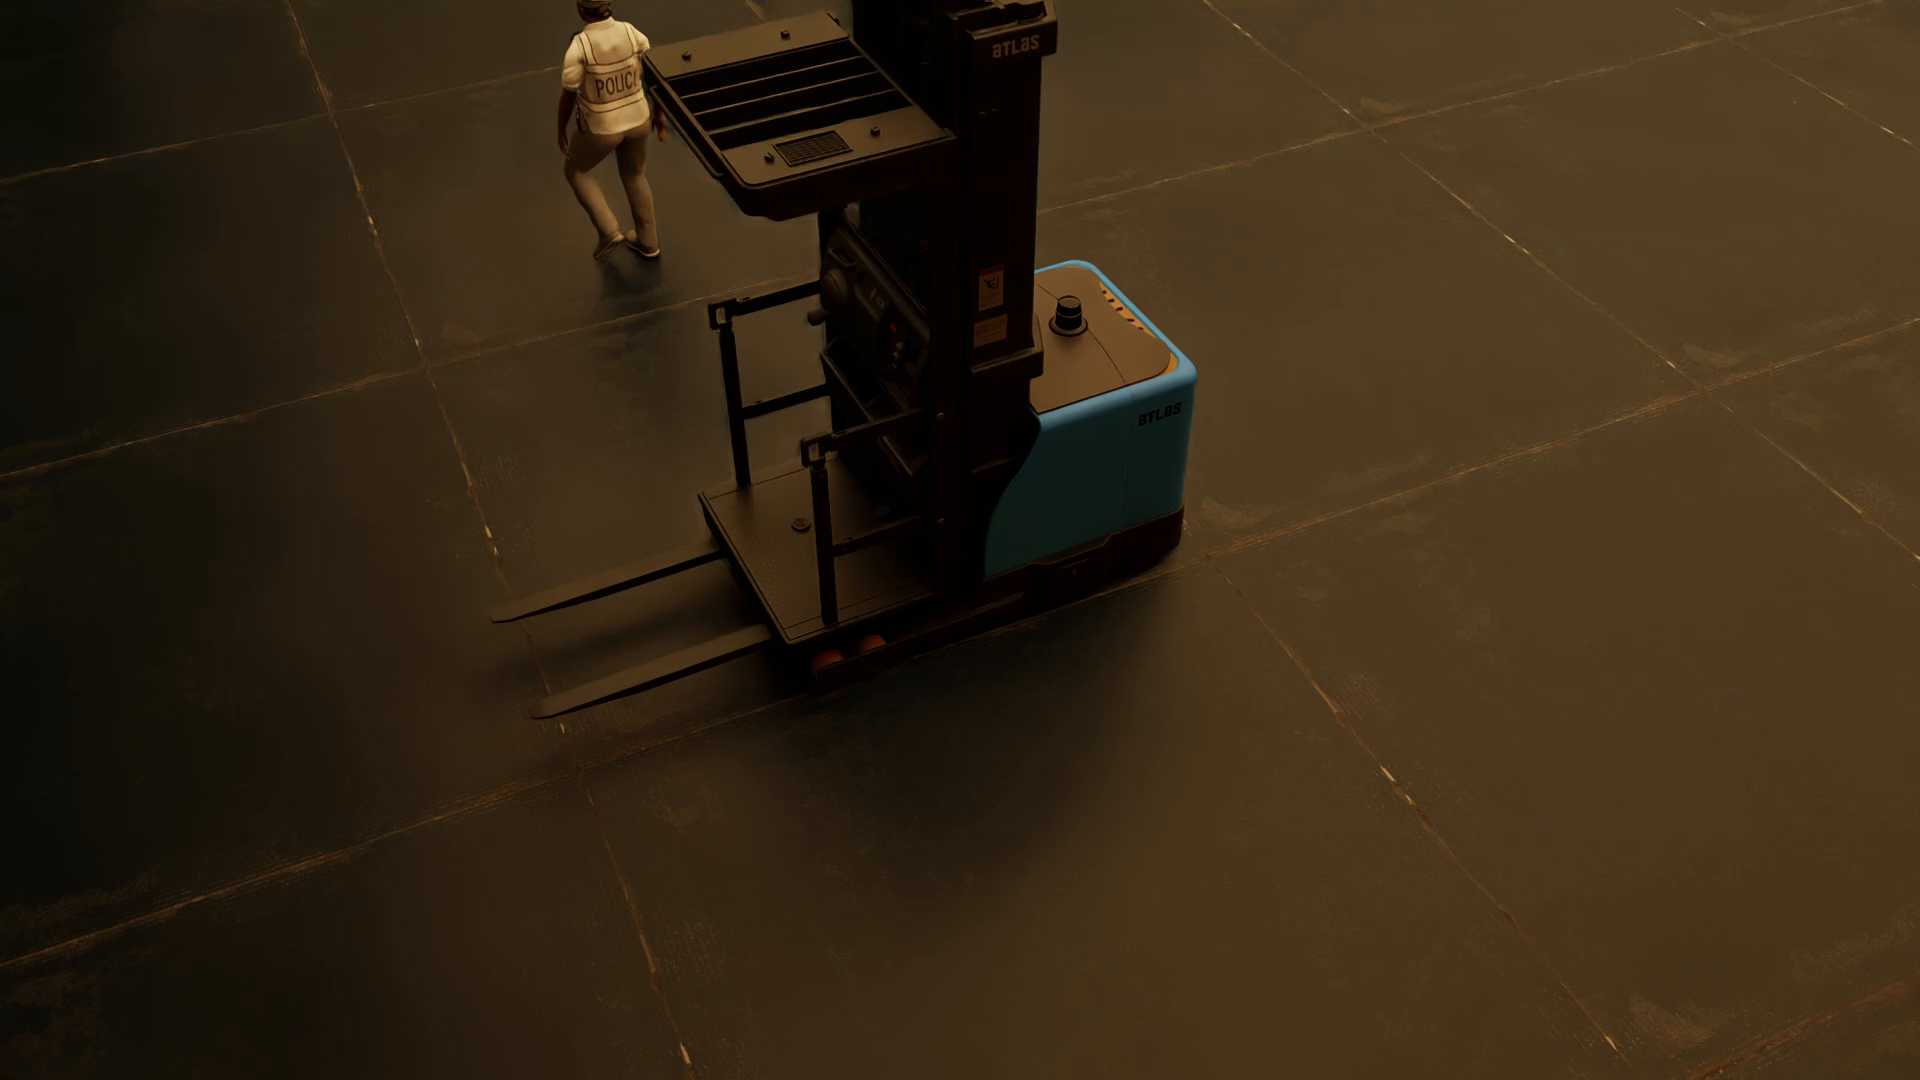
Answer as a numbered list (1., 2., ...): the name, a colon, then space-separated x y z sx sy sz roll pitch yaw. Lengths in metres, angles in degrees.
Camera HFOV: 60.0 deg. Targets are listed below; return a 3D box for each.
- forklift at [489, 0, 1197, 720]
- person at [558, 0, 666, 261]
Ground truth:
1. forklift: -0.528 -0.852 6.593 3.031 2.935 1.130 -19 46 -19
2. person: -1.926 -2.286 9.072 0.595 1.650 0.449 -29 50 -27
